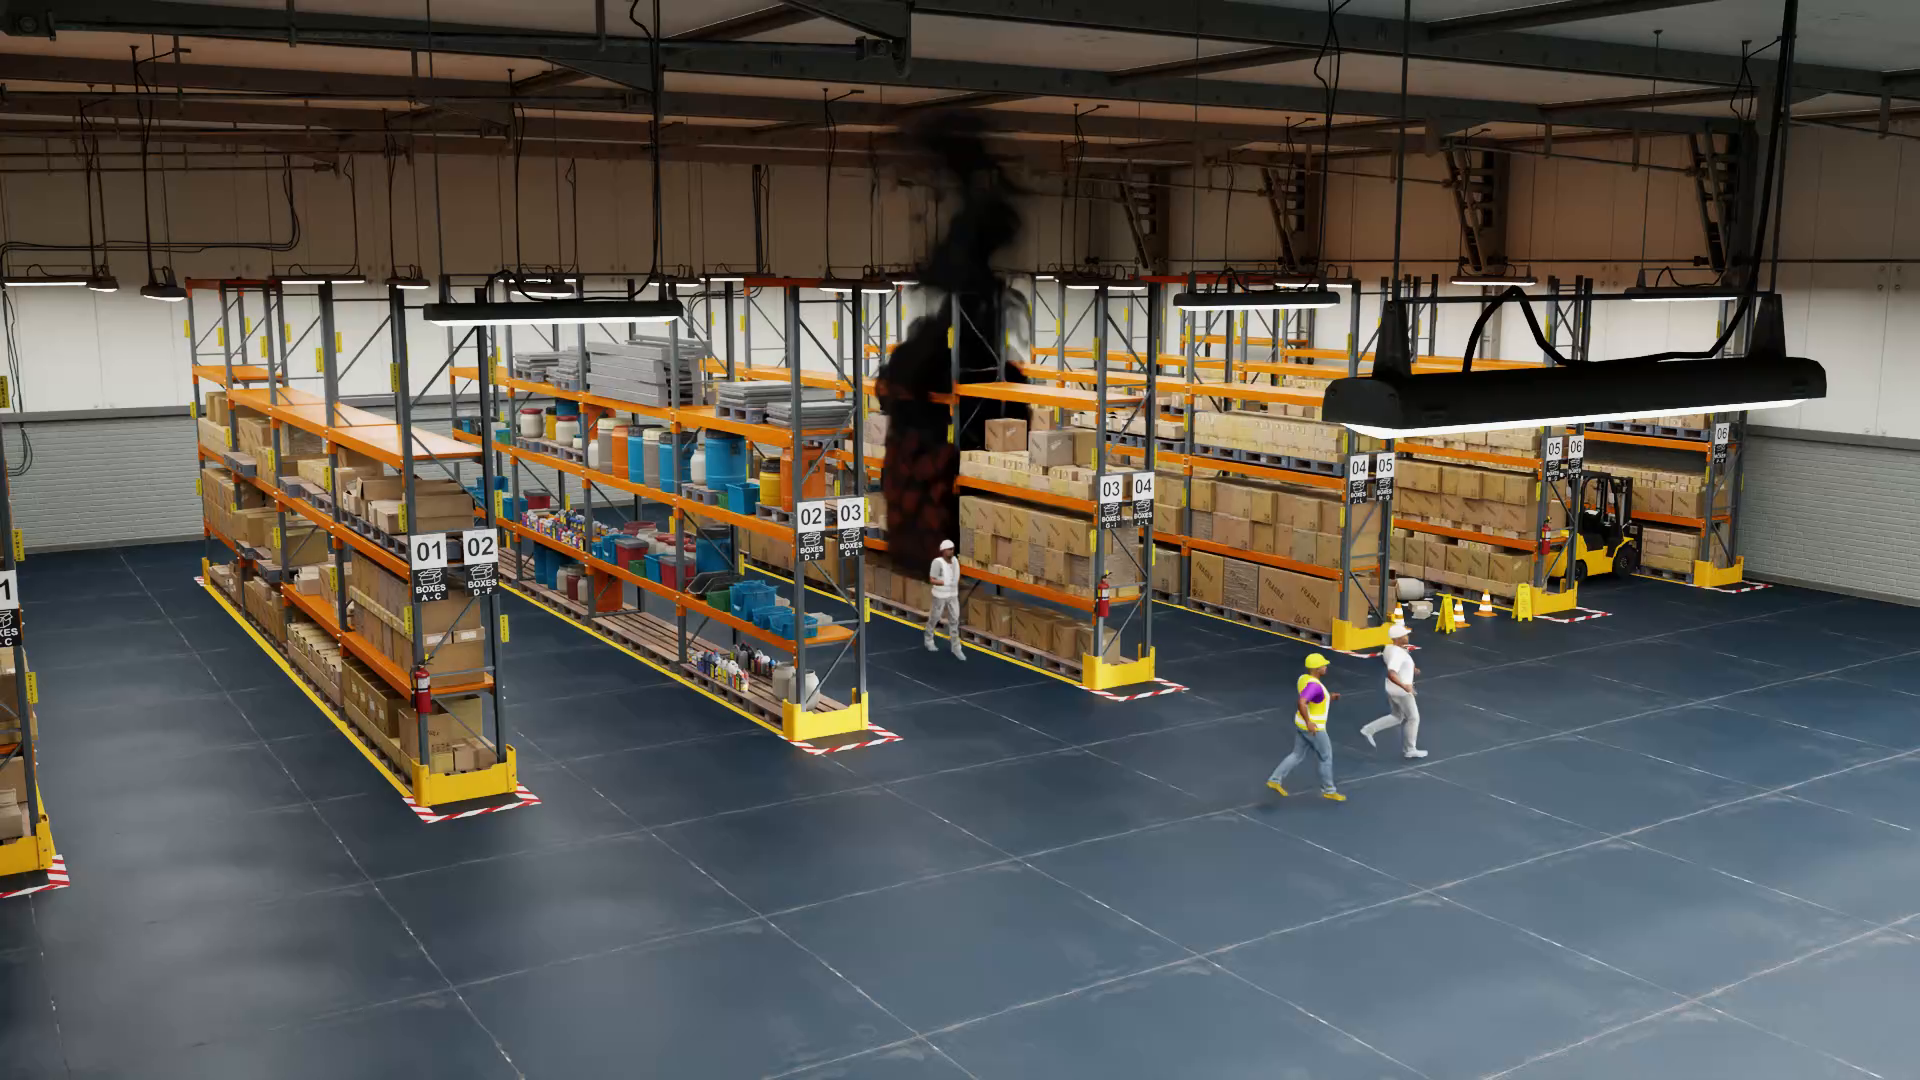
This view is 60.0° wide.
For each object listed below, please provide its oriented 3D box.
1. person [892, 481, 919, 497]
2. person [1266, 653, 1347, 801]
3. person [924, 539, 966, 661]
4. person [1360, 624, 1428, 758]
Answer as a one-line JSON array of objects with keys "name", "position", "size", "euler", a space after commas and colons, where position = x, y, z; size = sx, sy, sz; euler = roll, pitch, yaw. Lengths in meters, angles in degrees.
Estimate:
[{"name": "person", "position": [-1.531, -1.621, 42.398], "size": [0.873, 1.753, 0.736], "euler": [5, 11, 25]}, {"name": "person", "position": [4.087, 2.196, 19.457], "size": [0.964, 1.775, 0.689], "euler": [-2, 10, -10]}, {"name": "person", "position": [-0.234, 0.907, 25.540], "size": [0.614, 1.862, 0.829], "euler": [-7, 12, -37]}, {"name": "person", "position": [5.605, 1.935, 21.287], "size": [0.831, 1.740, 0.714], "euler": [0, 10, 0]}]
